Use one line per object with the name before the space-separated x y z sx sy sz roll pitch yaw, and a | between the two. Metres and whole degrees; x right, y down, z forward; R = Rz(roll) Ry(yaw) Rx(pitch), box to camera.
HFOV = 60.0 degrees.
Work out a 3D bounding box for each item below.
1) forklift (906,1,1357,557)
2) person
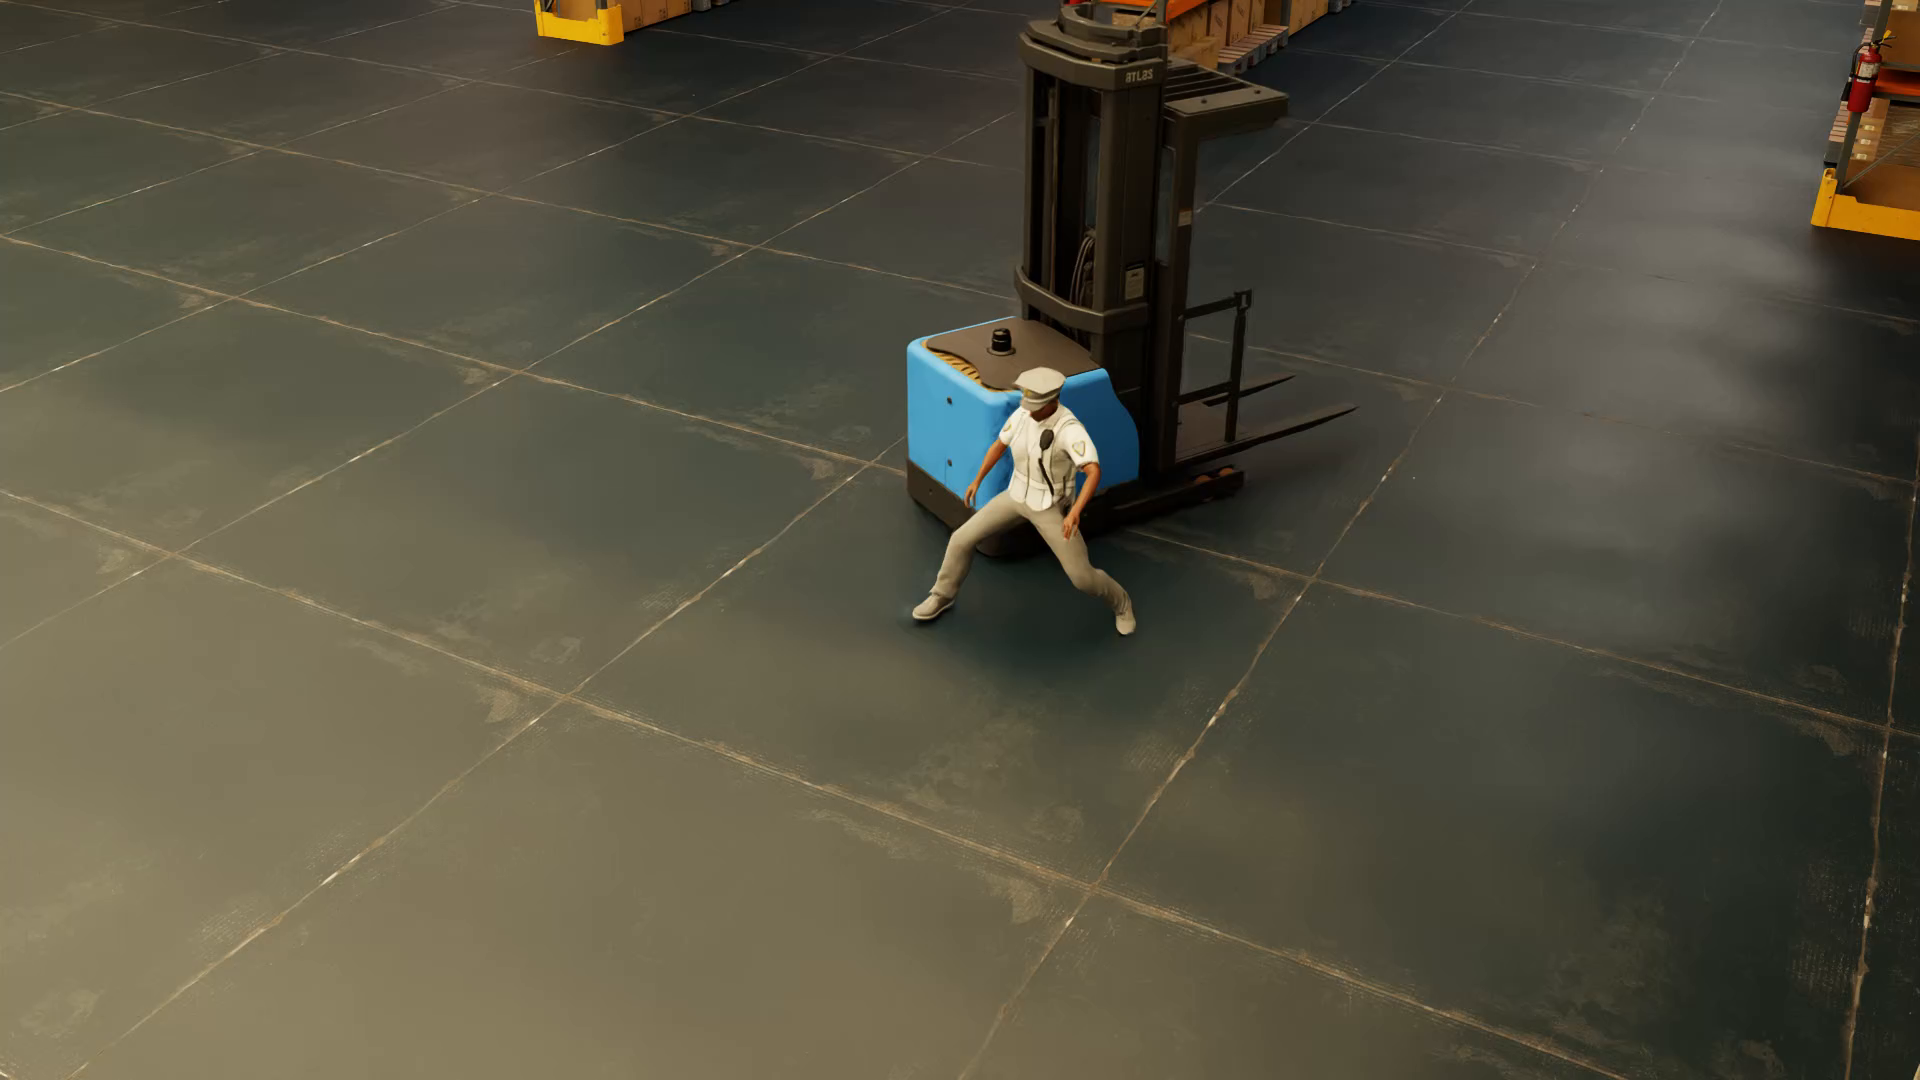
forklift | 1.192 -1.712 10.038 3.031 2.935 1.130 -17 34 -27
person | 0.387 -0.172 8.871 0.983 1.515 0.945 25 38 36
